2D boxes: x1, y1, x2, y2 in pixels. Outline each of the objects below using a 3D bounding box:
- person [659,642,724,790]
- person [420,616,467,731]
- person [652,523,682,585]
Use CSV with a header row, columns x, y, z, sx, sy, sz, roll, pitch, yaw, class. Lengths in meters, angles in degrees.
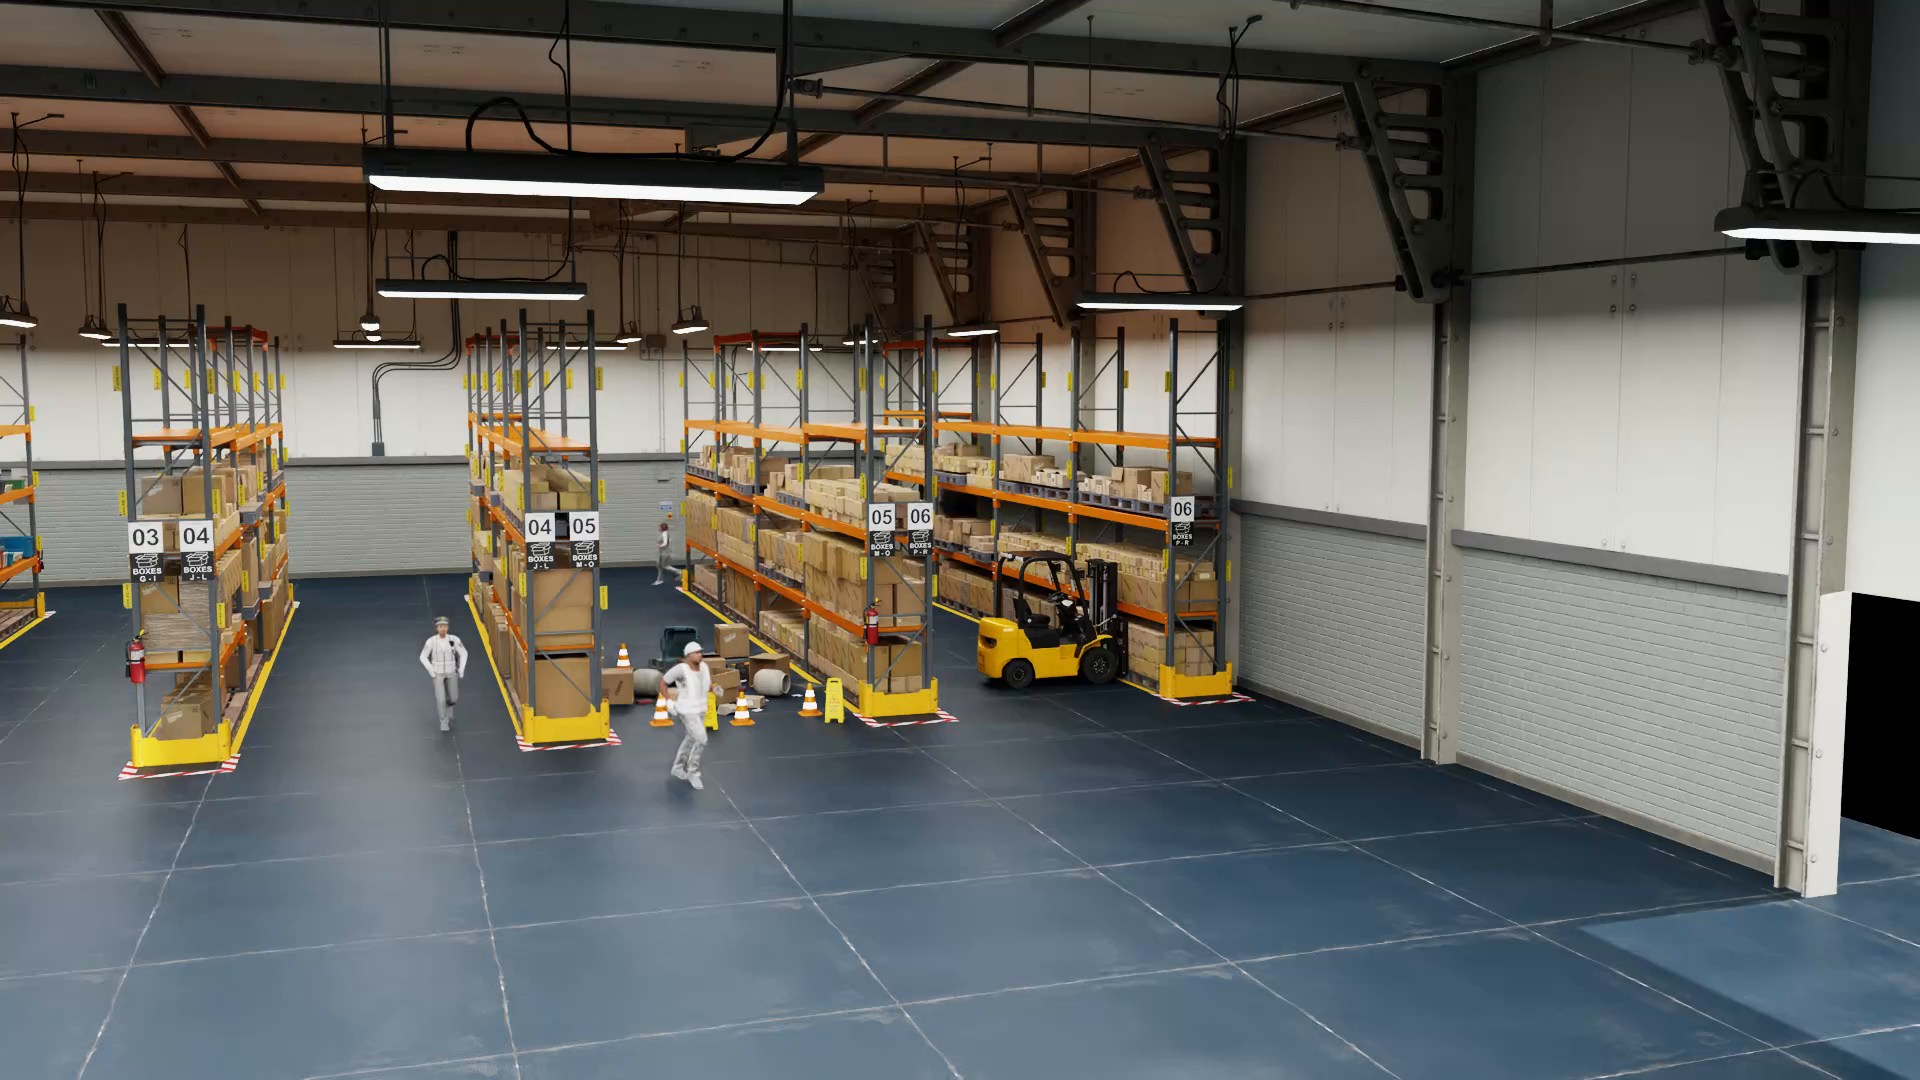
x,y,z,sx,sy,sz,roll,pitch,yaw,class
-3.306,2.167,20.651,0.777,1.823,0.655,3,6,29,person
-7.445,1.902,24.000,0.667,1.643,0.585,-2,6,-23,person
-7.247,0.347,41.088,0.751,1.580,0.582,-1,5,-8,person
